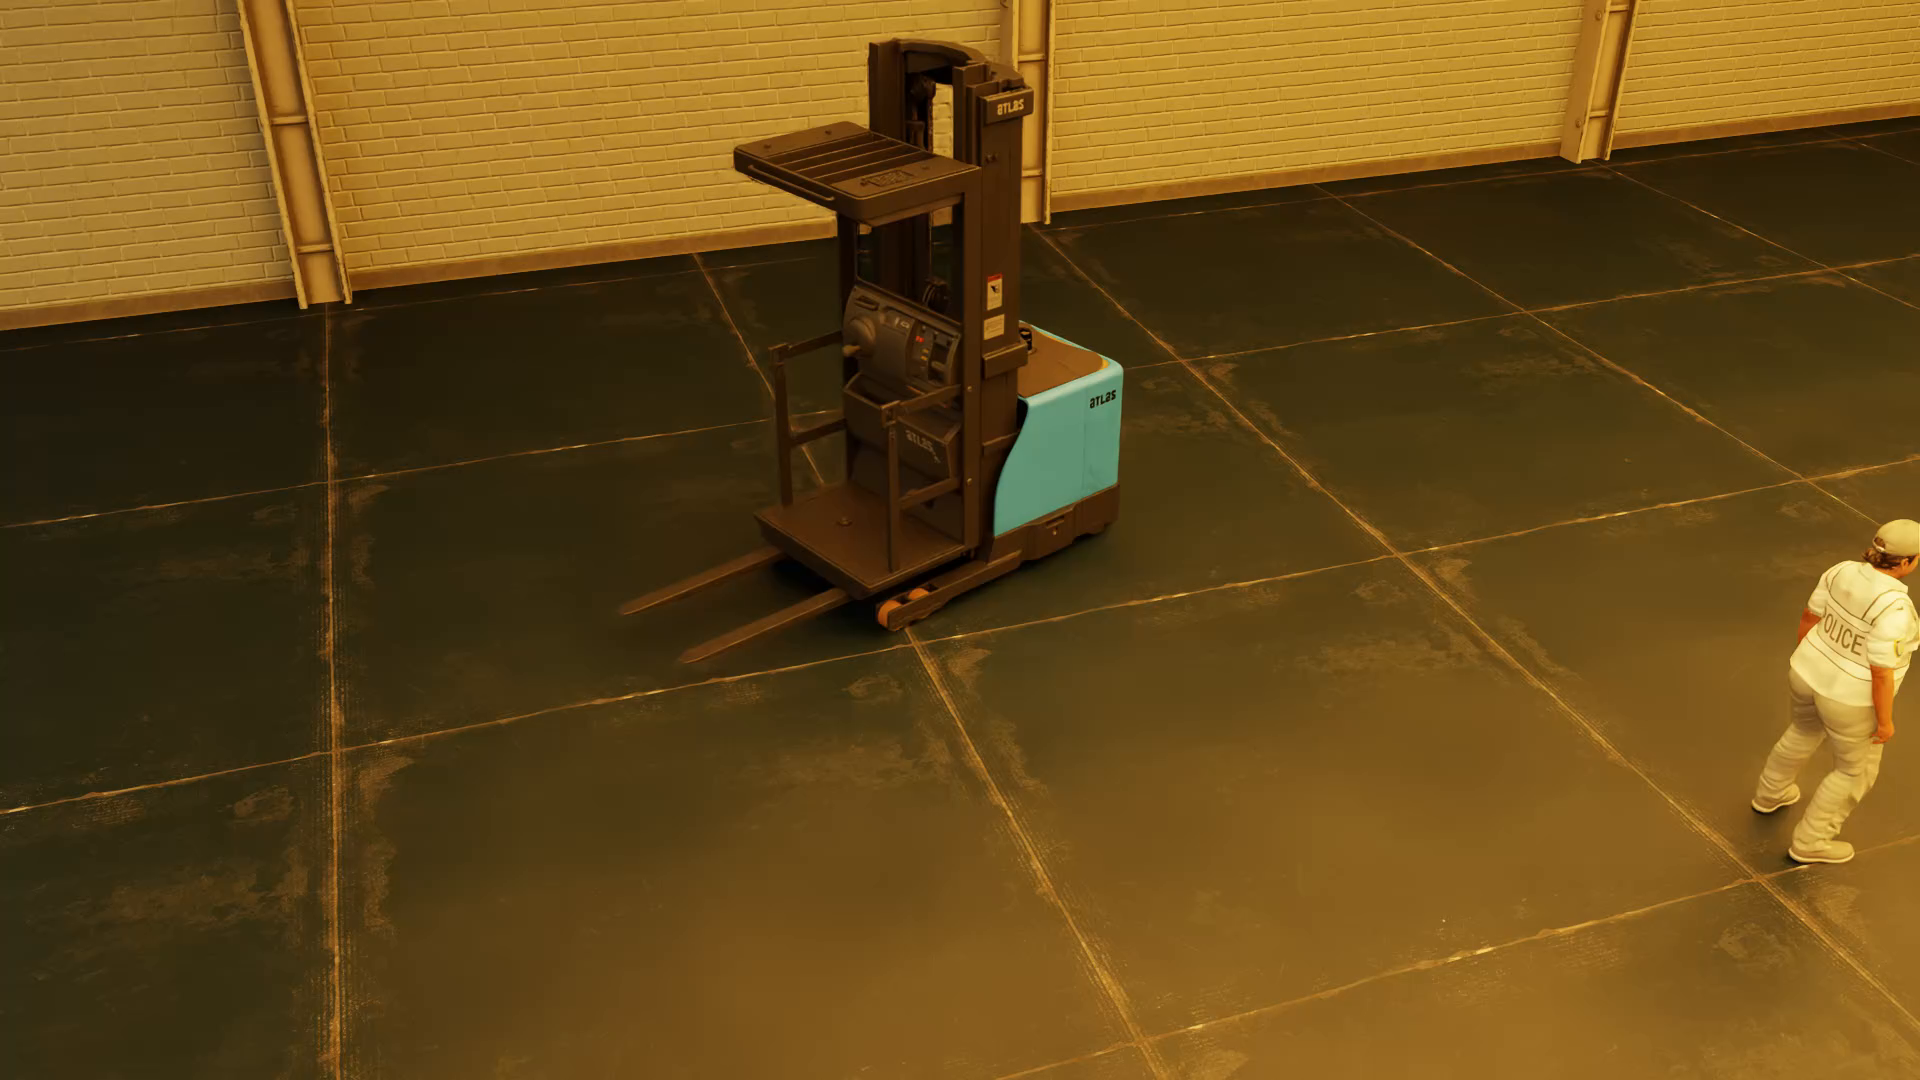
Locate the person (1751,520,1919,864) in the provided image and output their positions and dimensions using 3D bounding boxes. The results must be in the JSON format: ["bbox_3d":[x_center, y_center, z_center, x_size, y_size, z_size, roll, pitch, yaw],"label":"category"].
[{"bbox_3d":[3.863,0.629,7.281,0.411,1.655,0.593,-6,30,-10],"label":"person"}]

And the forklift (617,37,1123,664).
[{"bbox_3d":[-0.480,-1.064,8.937,3.031,2.935,1.130,-23,37,-34],"label":"forklift"}]
